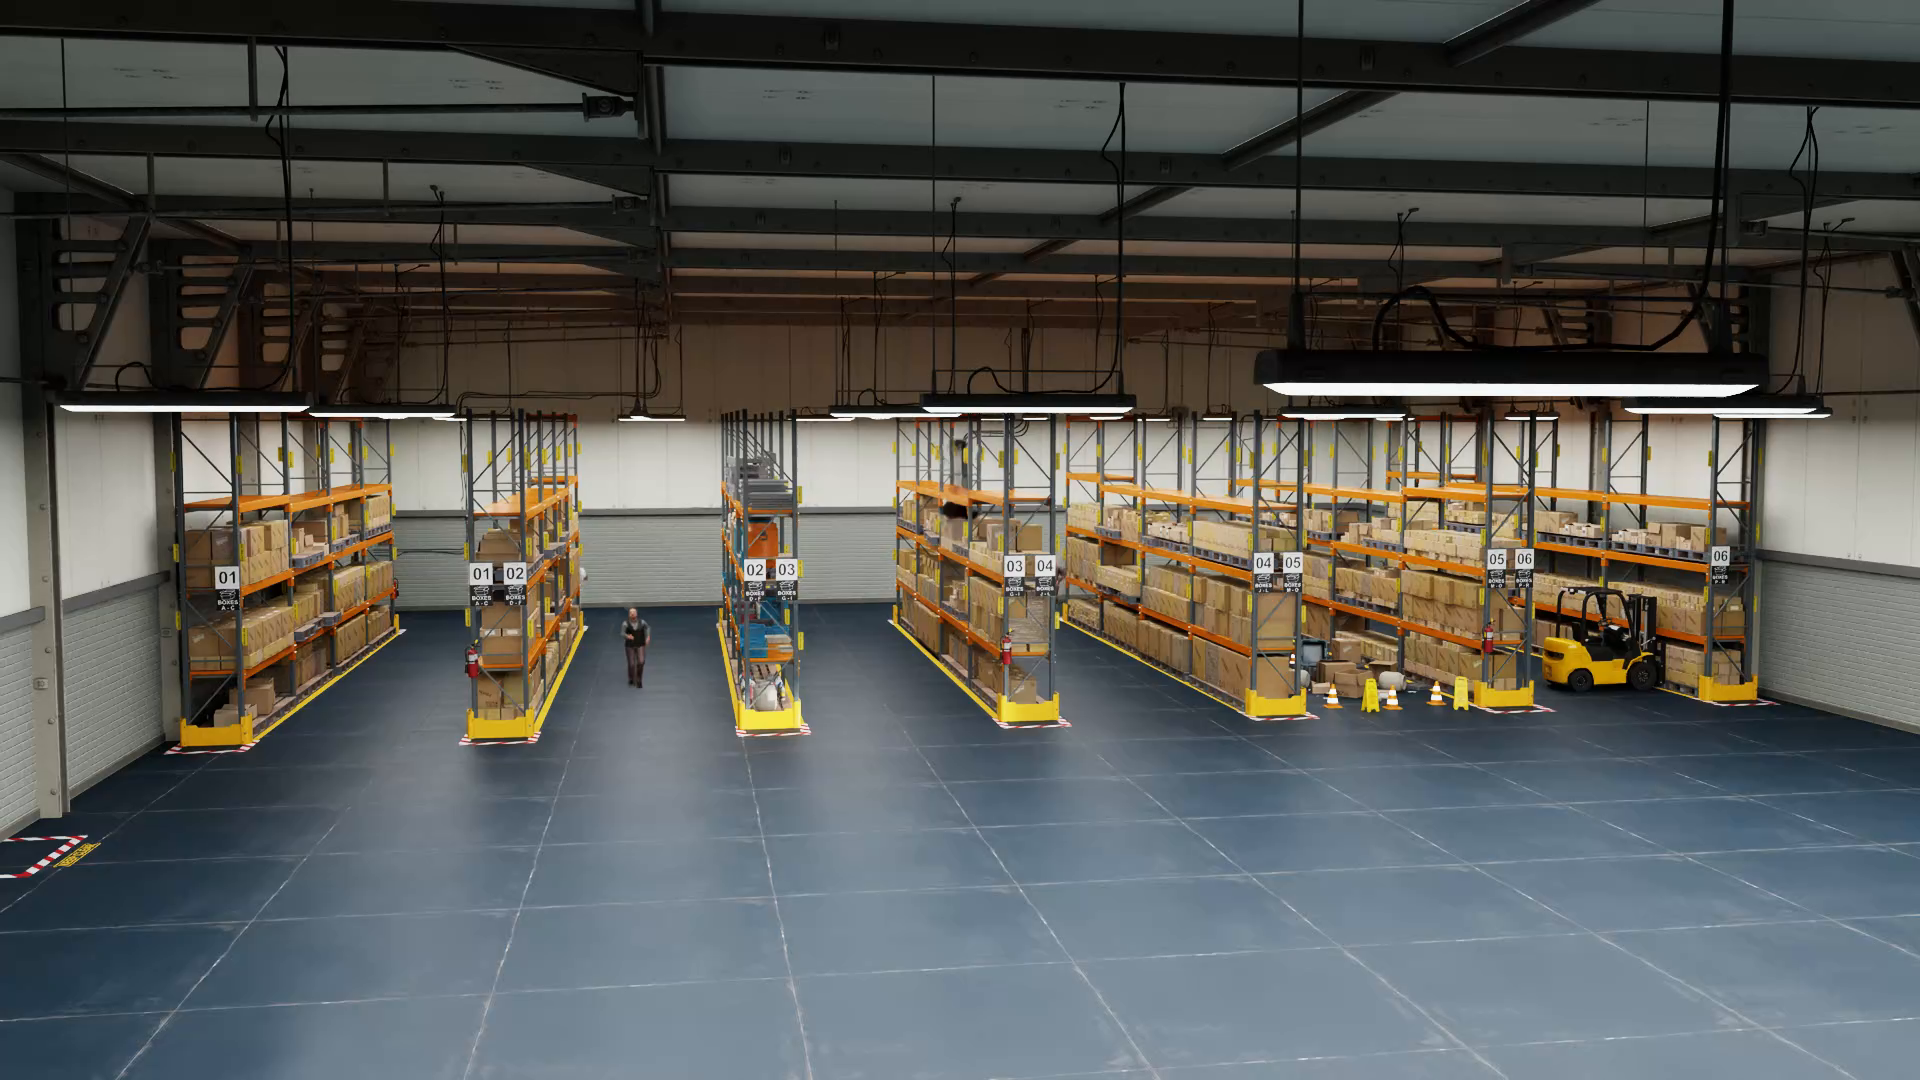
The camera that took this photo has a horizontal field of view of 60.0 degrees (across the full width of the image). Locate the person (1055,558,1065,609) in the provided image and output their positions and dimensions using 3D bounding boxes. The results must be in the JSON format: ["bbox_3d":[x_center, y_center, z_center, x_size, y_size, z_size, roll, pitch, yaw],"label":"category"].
[{"bbox_3d":[2.814,1.387,49.855,0.710,1.736,0.678,3,5,35],"label":"person"}]

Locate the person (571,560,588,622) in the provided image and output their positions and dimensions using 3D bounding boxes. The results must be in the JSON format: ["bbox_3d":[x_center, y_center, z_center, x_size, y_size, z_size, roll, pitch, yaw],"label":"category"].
[{"bbox_3d":[-11.192,1.447,48.418,0.955,1.835,0.670,2,5,31],"label":"person"}]

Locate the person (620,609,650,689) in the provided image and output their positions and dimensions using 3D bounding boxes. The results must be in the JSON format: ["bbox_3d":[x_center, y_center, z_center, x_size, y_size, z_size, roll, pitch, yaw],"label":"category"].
[{"bbox_3d":[-7.062,2.366,36.166,0.658,1.756,0.753,-1,4,-14],"label":"person"}]
